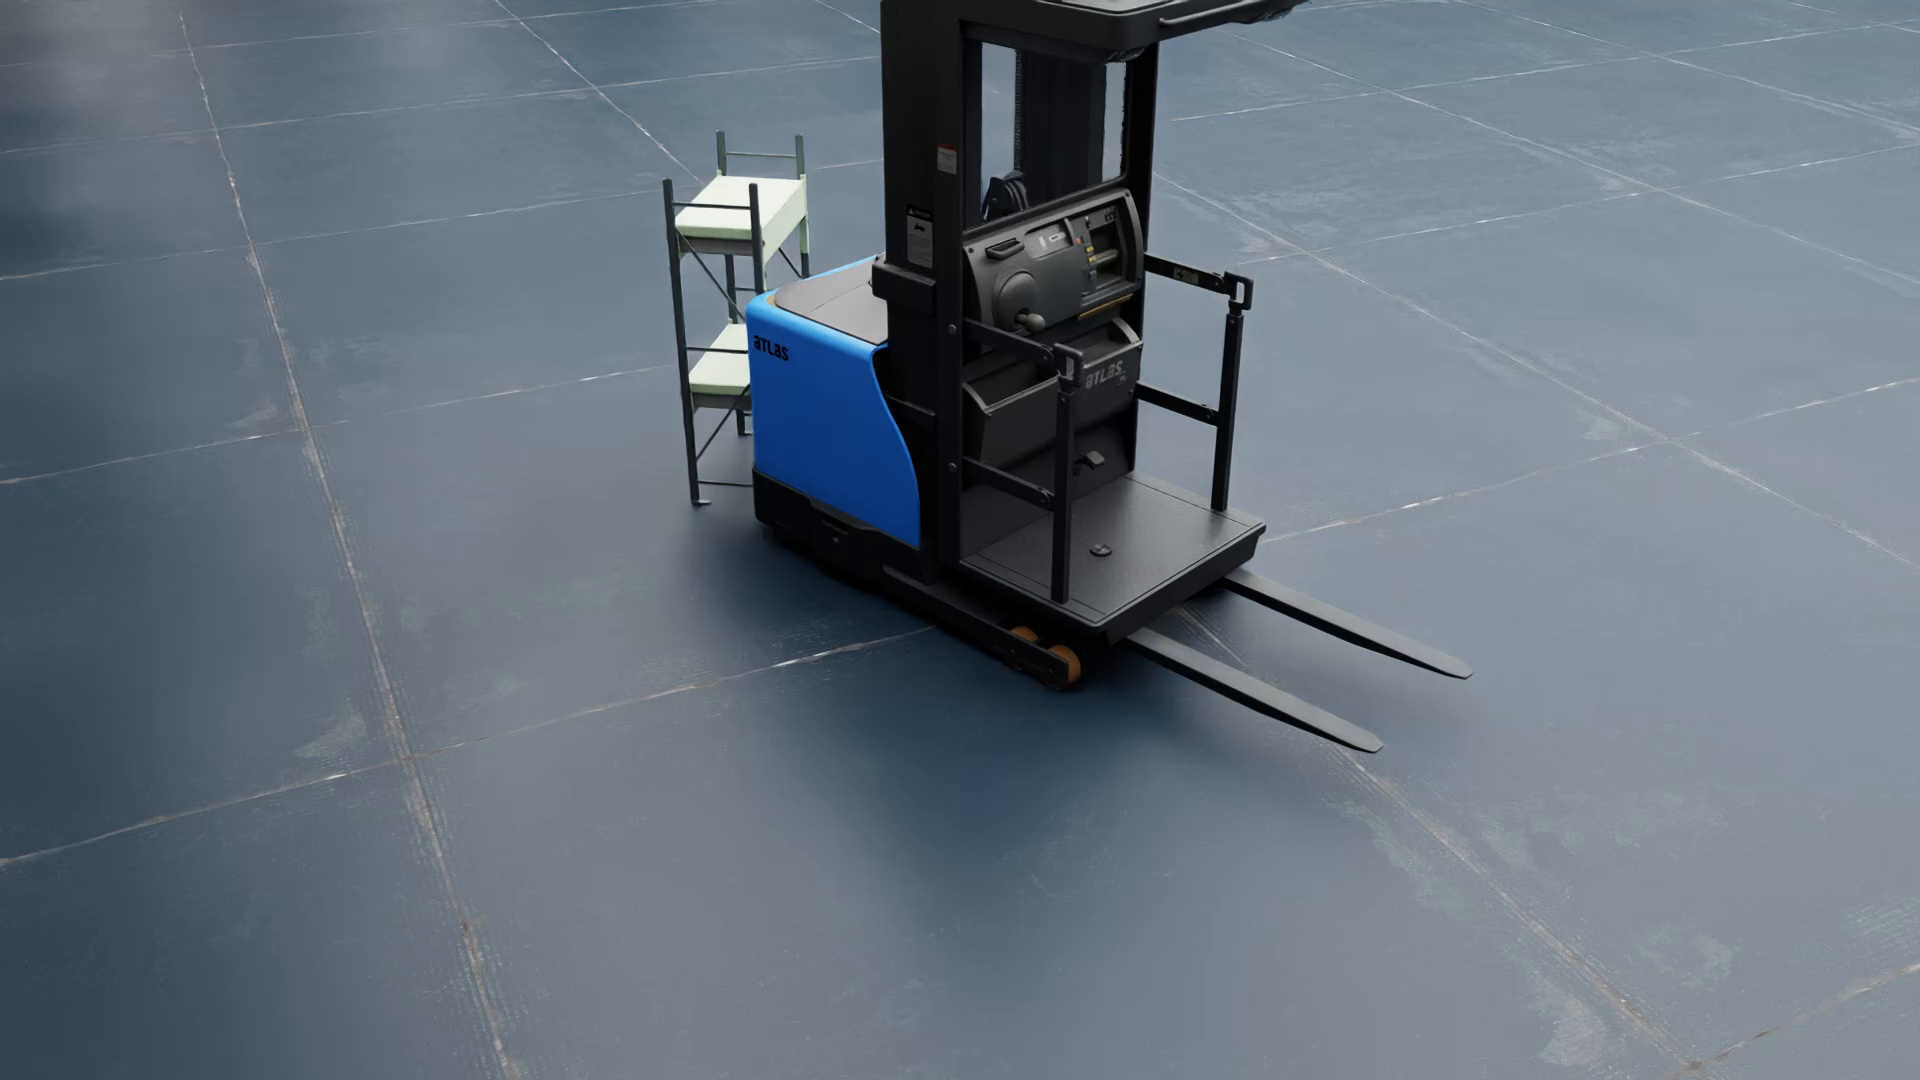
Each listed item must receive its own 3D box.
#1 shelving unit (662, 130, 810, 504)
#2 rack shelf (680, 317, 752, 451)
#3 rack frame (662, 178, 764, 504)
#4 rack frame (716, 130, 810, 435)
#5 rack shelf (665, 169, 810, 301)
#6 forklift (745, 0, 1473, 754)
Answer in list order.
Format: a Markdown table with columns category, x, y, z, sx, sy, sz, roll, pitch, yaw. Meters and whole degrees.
| category | x | y | z | sx | sy | sz | roll | pitch | yaw |
| --- | --- | --- | --- | --- | --- | --- | --- | --- | --- |
| shelving unit | -0.959 | -0.989 | 7.480 | 0.431 | 1.500 | 0.755 | 5 | 30 | 9 |
| rack shelf | -0.959 | -0.704 | 7.639 | 0.431 | 0.370 | 0.720 | 5 | 30 | 9 |
| rack frame | -1.023 | -0.812 | 7.165 | 0.400 | 1.500 | 0.023 | 5 | 30 | 9 |
| rack frame | -0.896 | -1.165 | 7.794 | 0.400 | 1.500 | 0.023 | 5 | 30 | 9 |
| rack shelf | -0.959 | -1.329 | 7.289 | 0.431 | 0.370 | 0.720 | 5 | 30 | 9 |
| forklift | 0.515 | -1.005 | 6.045 | 3.031 | 2.935 | 1.130 | 25 | 38 | 37 |
